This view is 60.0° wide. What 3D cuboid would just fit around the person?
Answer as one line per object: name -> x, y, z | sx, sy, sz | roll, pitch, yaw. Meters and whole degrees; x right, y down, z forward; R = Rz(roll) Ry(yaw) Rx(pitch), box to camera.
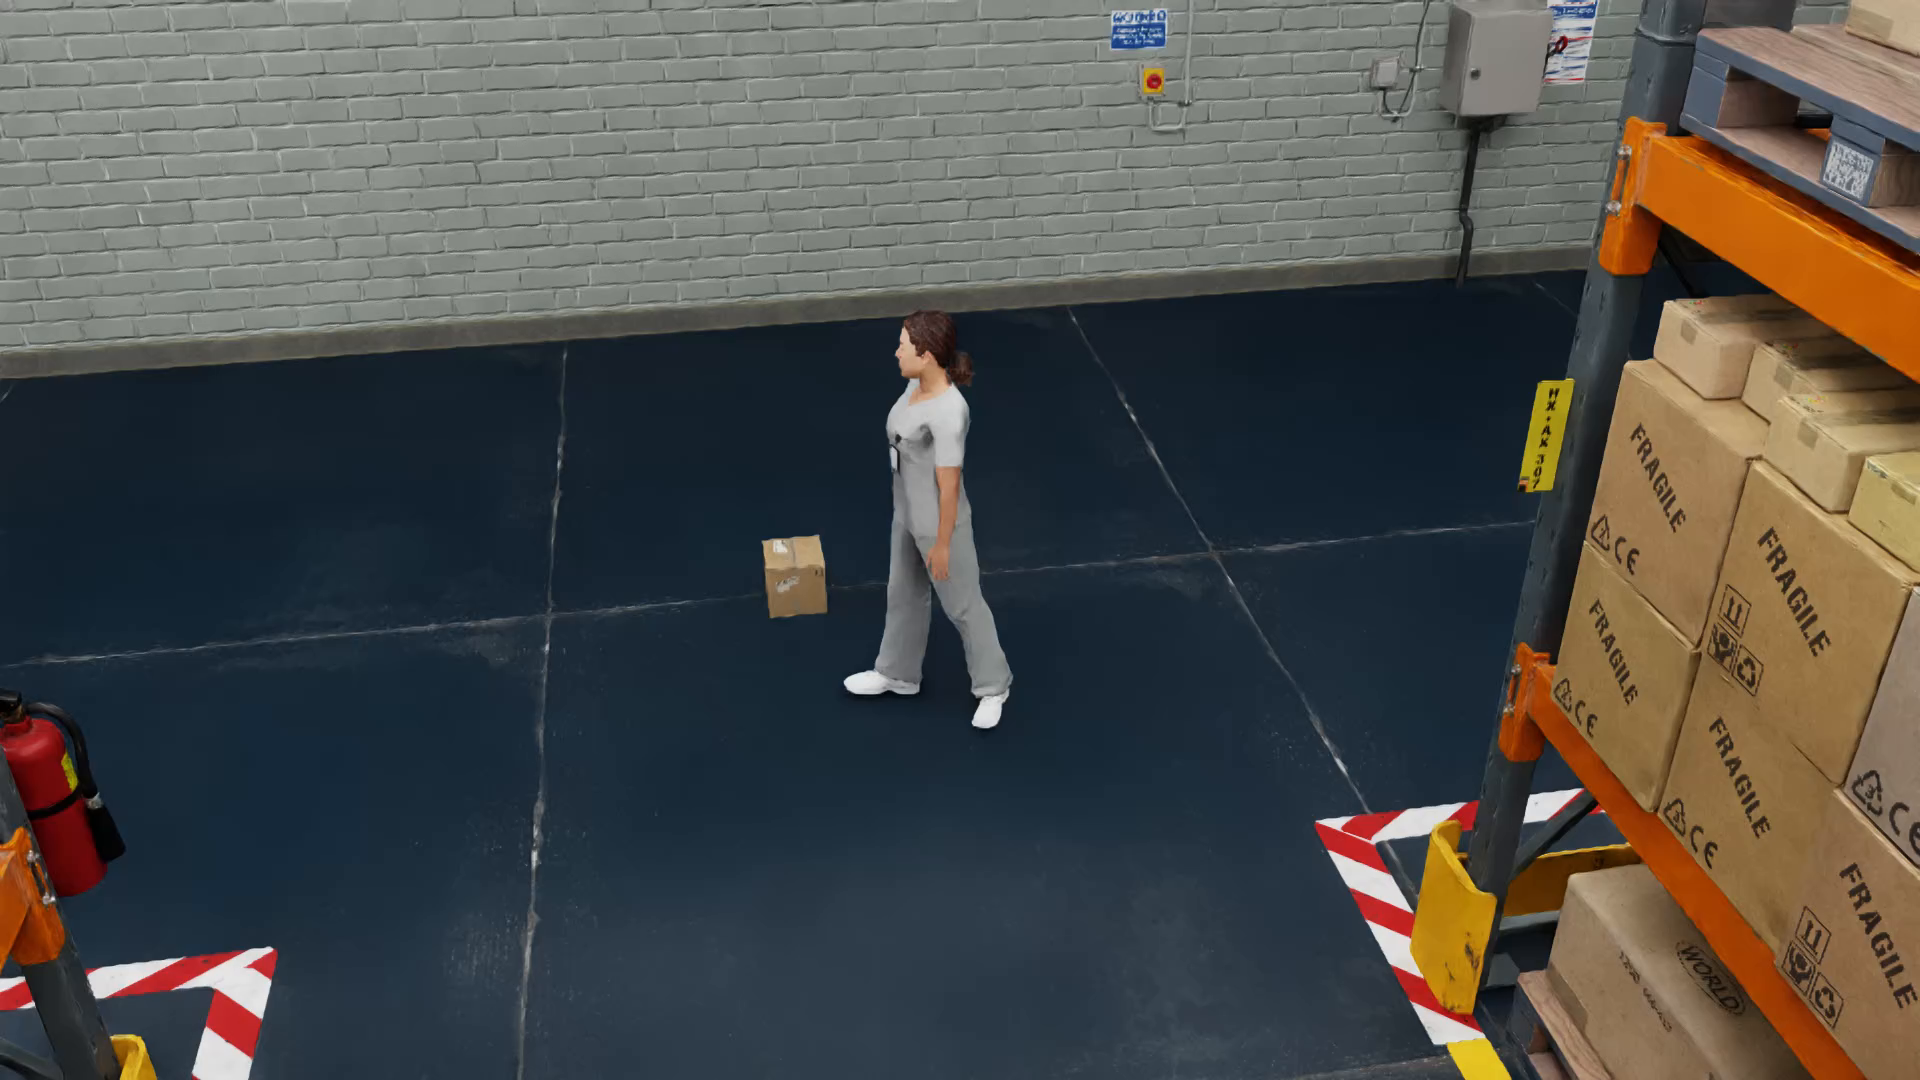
person -> -0.129, -0.091, 6.277 | 0.627, 1.666, 0.668 | -11, 32, -17
